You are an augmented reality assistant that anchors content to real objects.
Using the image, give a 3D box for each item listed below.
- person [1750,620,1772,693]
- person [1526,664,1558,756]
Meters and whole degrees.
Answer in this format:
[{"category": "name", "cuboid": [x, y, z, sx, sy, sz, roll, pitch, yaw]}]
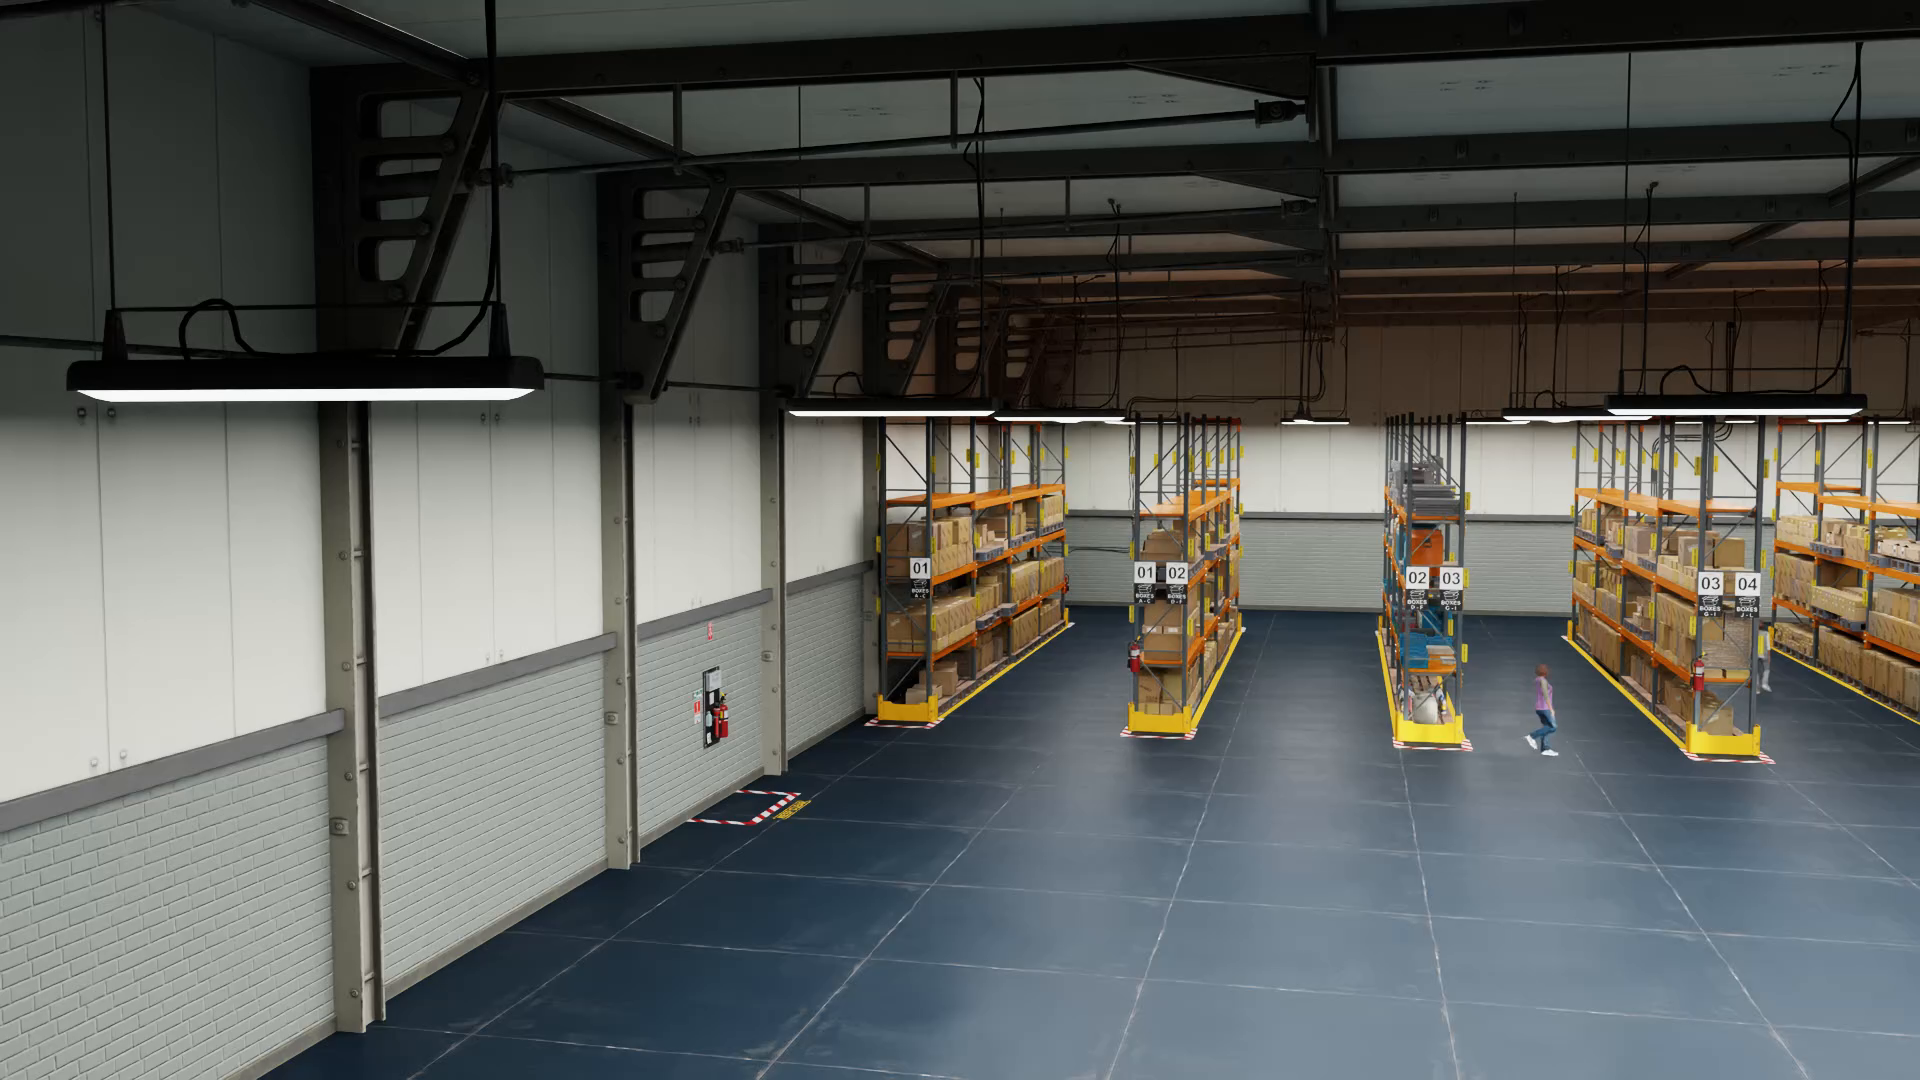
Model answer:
[{"category": "person", "cuboid": [17.189, 2.514, 35.719, 0.463, 1.595, 0.471, 1, 4, 18]}, {"category": "person", "cuboid": [10.148, 2.966, 28.974, 0.557, 1.591, 0.457, 0, 4, 4]}]
